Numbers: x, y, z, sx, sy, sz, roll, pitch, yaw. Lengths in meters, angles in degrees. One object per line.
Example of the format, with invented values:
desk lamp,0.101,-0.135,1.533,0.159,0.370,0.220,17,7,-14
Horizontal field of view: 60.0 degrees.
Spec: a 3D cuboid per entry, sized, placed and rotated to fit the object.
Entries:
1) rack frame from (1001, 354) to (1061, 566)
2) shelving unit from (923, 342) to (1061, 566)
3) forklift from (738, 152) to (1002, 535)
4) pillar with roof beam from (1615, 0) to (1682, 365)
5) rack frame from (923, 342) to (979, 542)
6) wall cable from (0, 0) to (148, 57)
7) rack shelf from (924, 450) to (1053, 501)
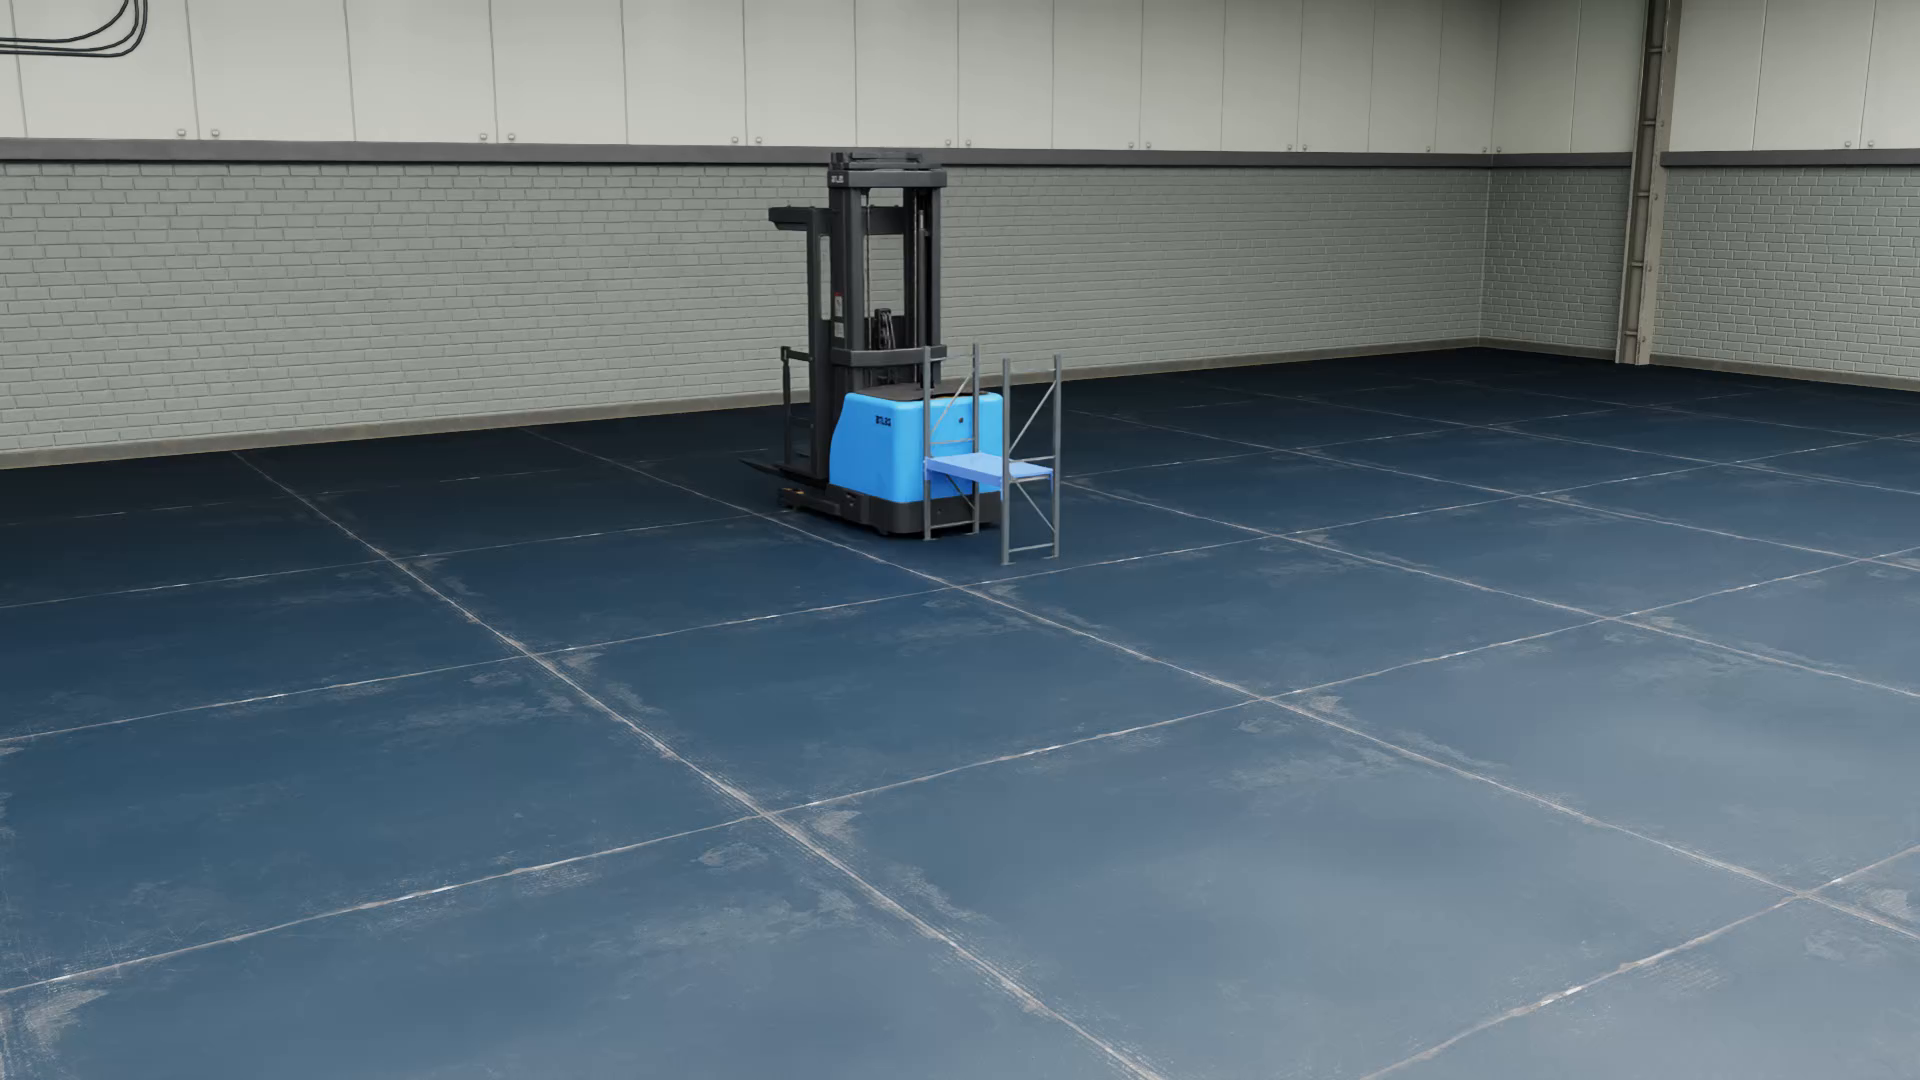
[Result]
rack frame,0.514,-0.575,11.981,0.500,1.500,0.032,-8,15,-34
shelving unit,0.225,-0.664,12.390,0.538,1.500,1.048,-8,15,-34
forklift,-0.896,-1.731,13.919,1.130,2.935,3.031,-8,15,-34
pillar with roof beam,6.537,-6.547,21.735,9.100,9.000,0.400,-8,15,-33
rack frame,-0.065,-0.754,12.798,0.500,1.500,0.032,-8,15,-34
wall cable,-8.722,-6.791,14.889,2.305,6.003,0.169,-8,15,-33
rack shelf,0.225,-0.489,12.428,0.538,0.185,1.000,-8,15,-34
